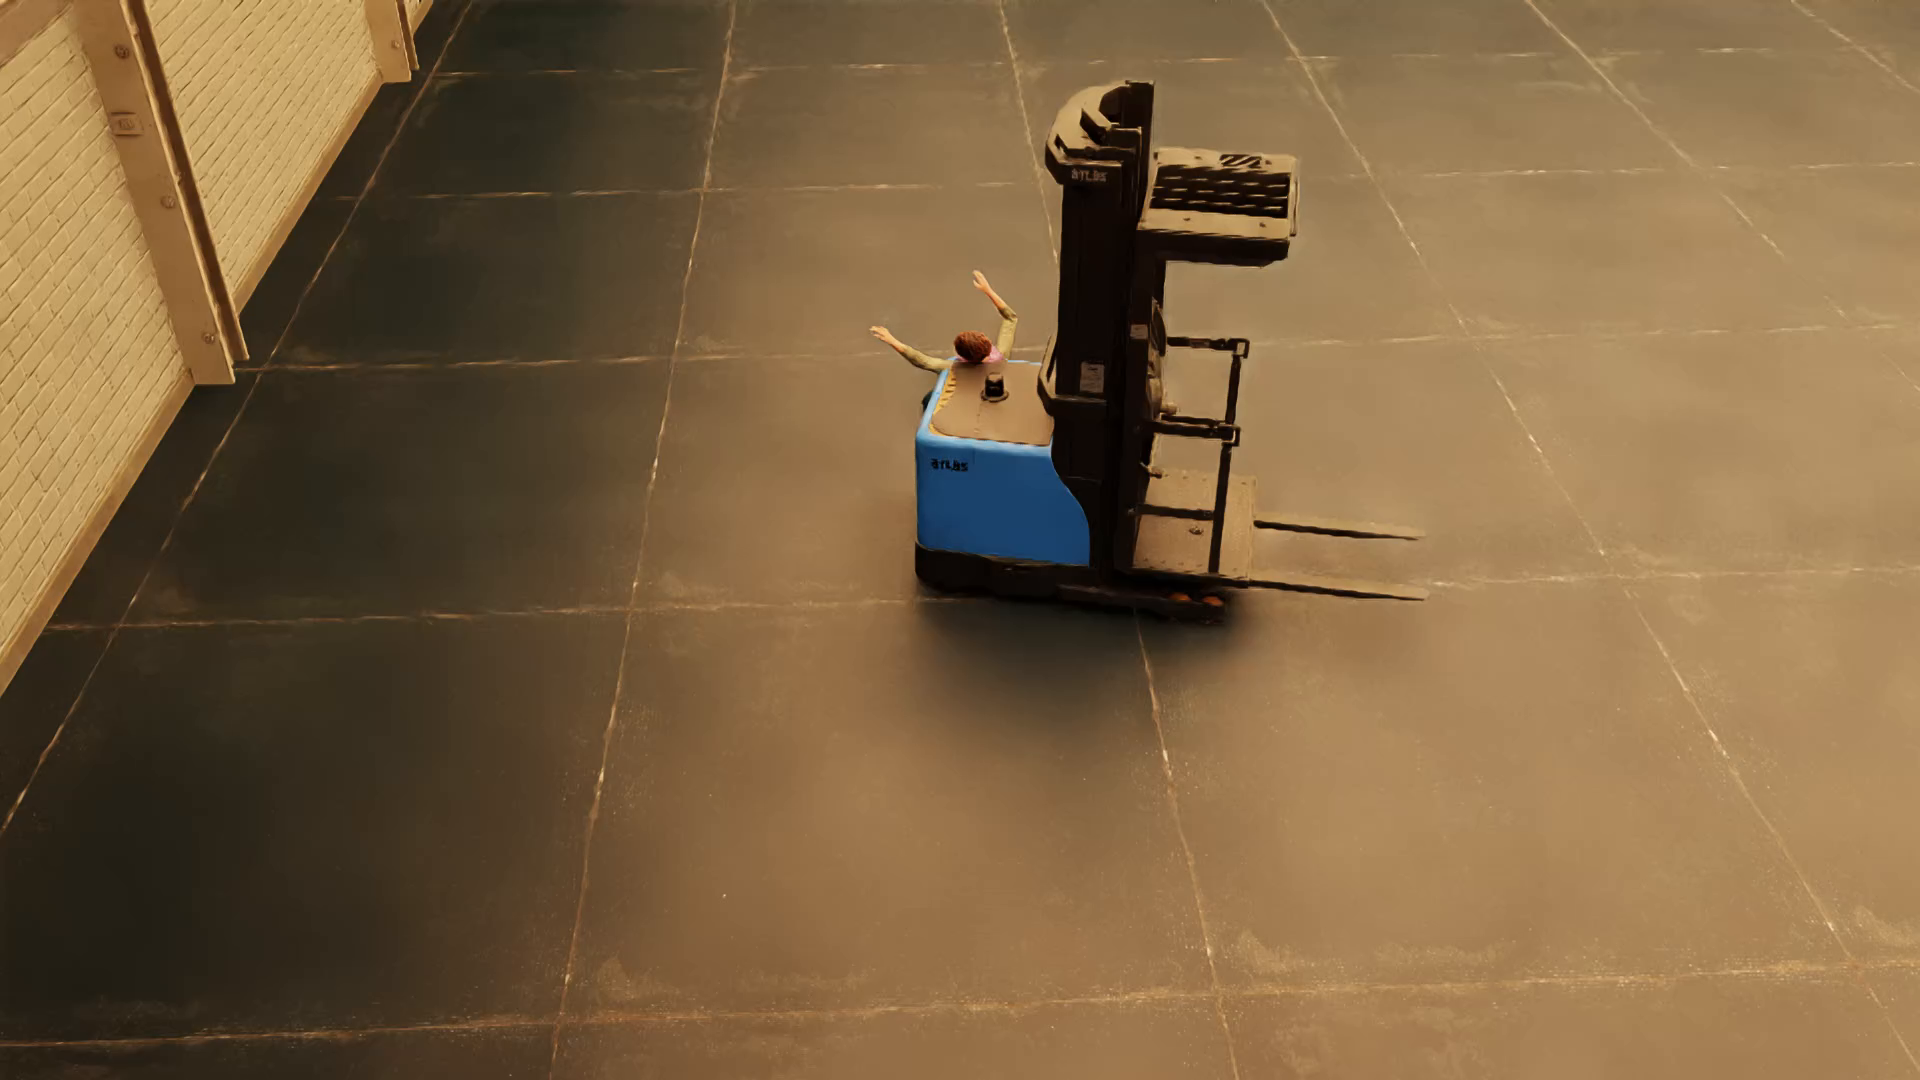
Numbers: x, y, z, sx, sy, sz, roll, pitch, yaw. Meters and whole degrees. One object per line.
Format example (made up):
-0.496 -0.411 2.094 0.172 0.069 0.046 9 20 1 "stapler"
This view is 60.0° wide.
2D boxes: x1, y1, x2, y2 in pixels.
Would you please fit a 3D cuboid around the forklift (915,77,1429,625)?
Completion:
1.298 -1.027 9.421 3.031 2.935 1.130 6 37 9 "forklift"

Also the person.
-0.110 -0.947 10.534 0.939 1.508 0.728 -6 36 -8 "person"
